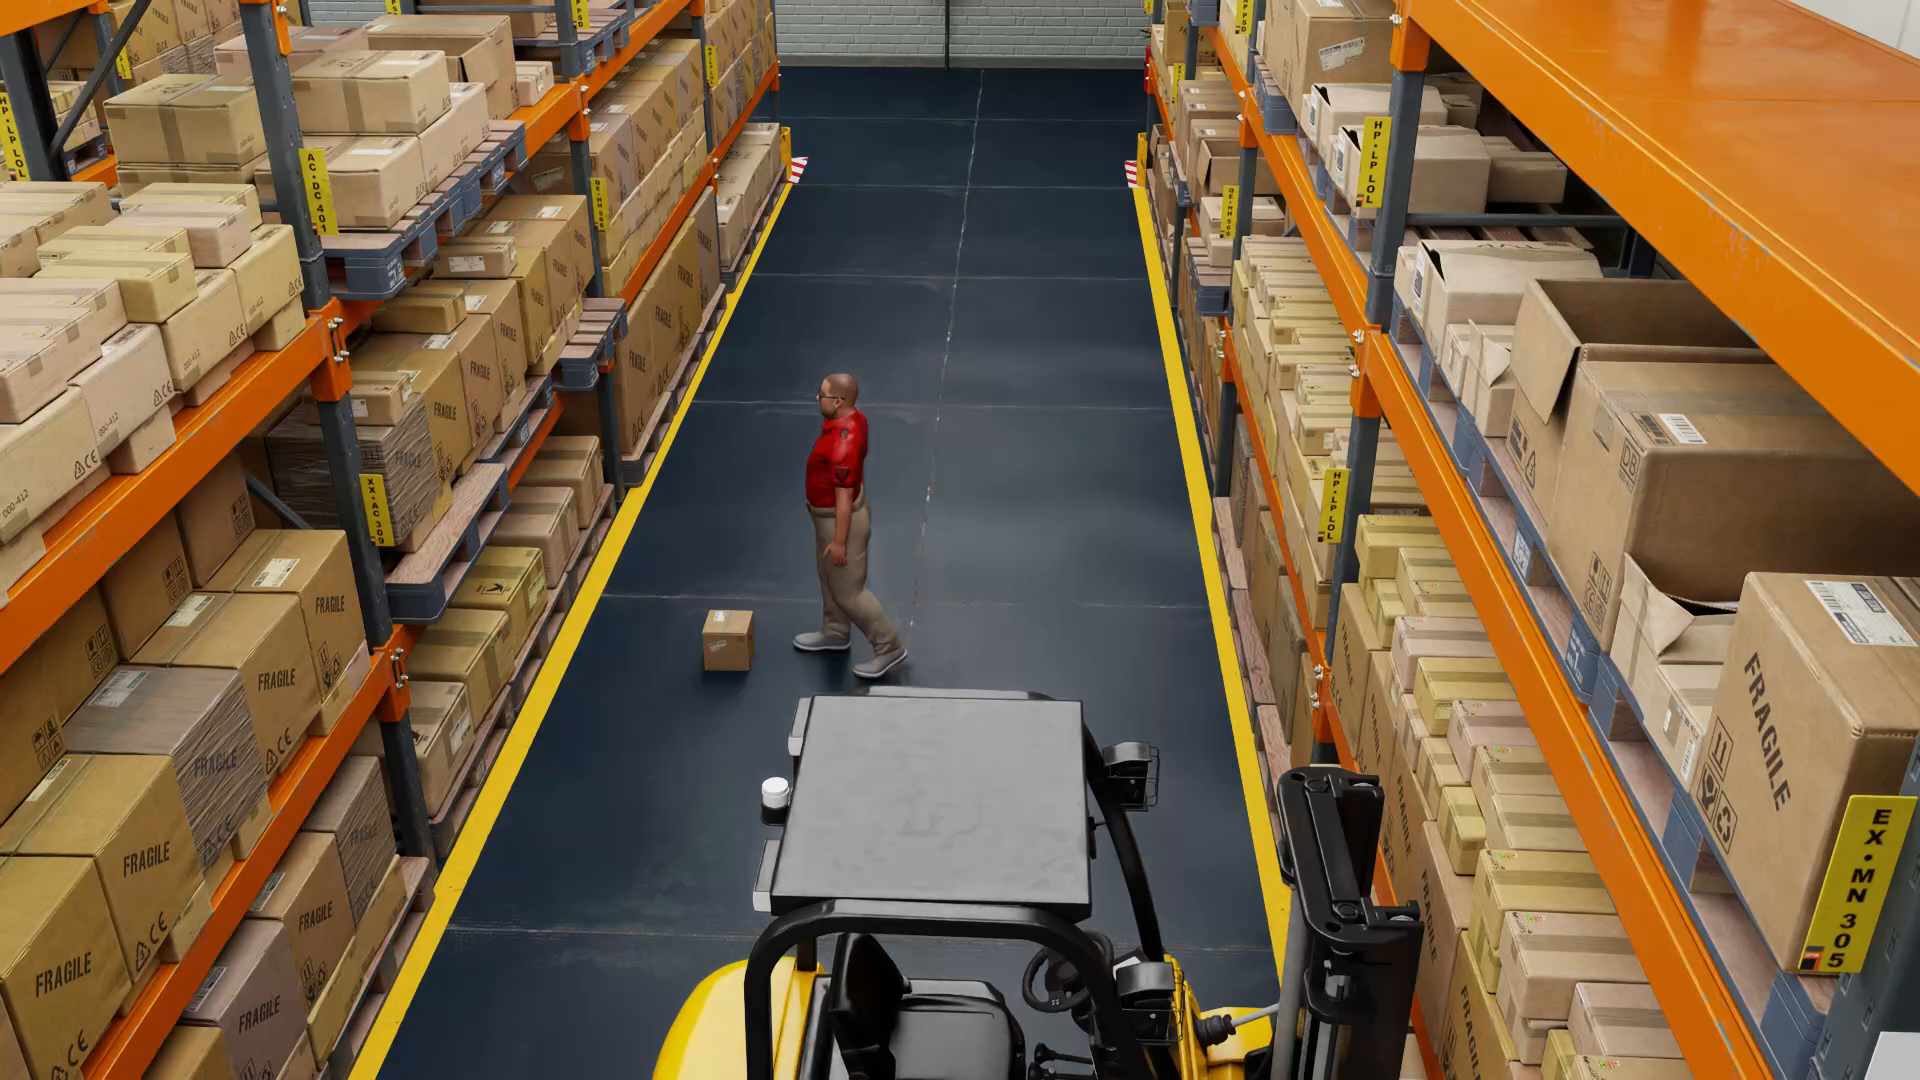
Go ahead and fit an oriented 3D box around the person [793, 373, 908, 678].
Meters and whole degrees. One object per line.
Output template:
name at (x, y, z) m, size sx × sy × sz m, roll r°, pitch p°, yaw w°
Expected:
person at (-0.622, -0.093, 9.031) m, size 0.661 × 1.725 × 0.555 m, roll -1°, pitch 28°, yaw -1°
